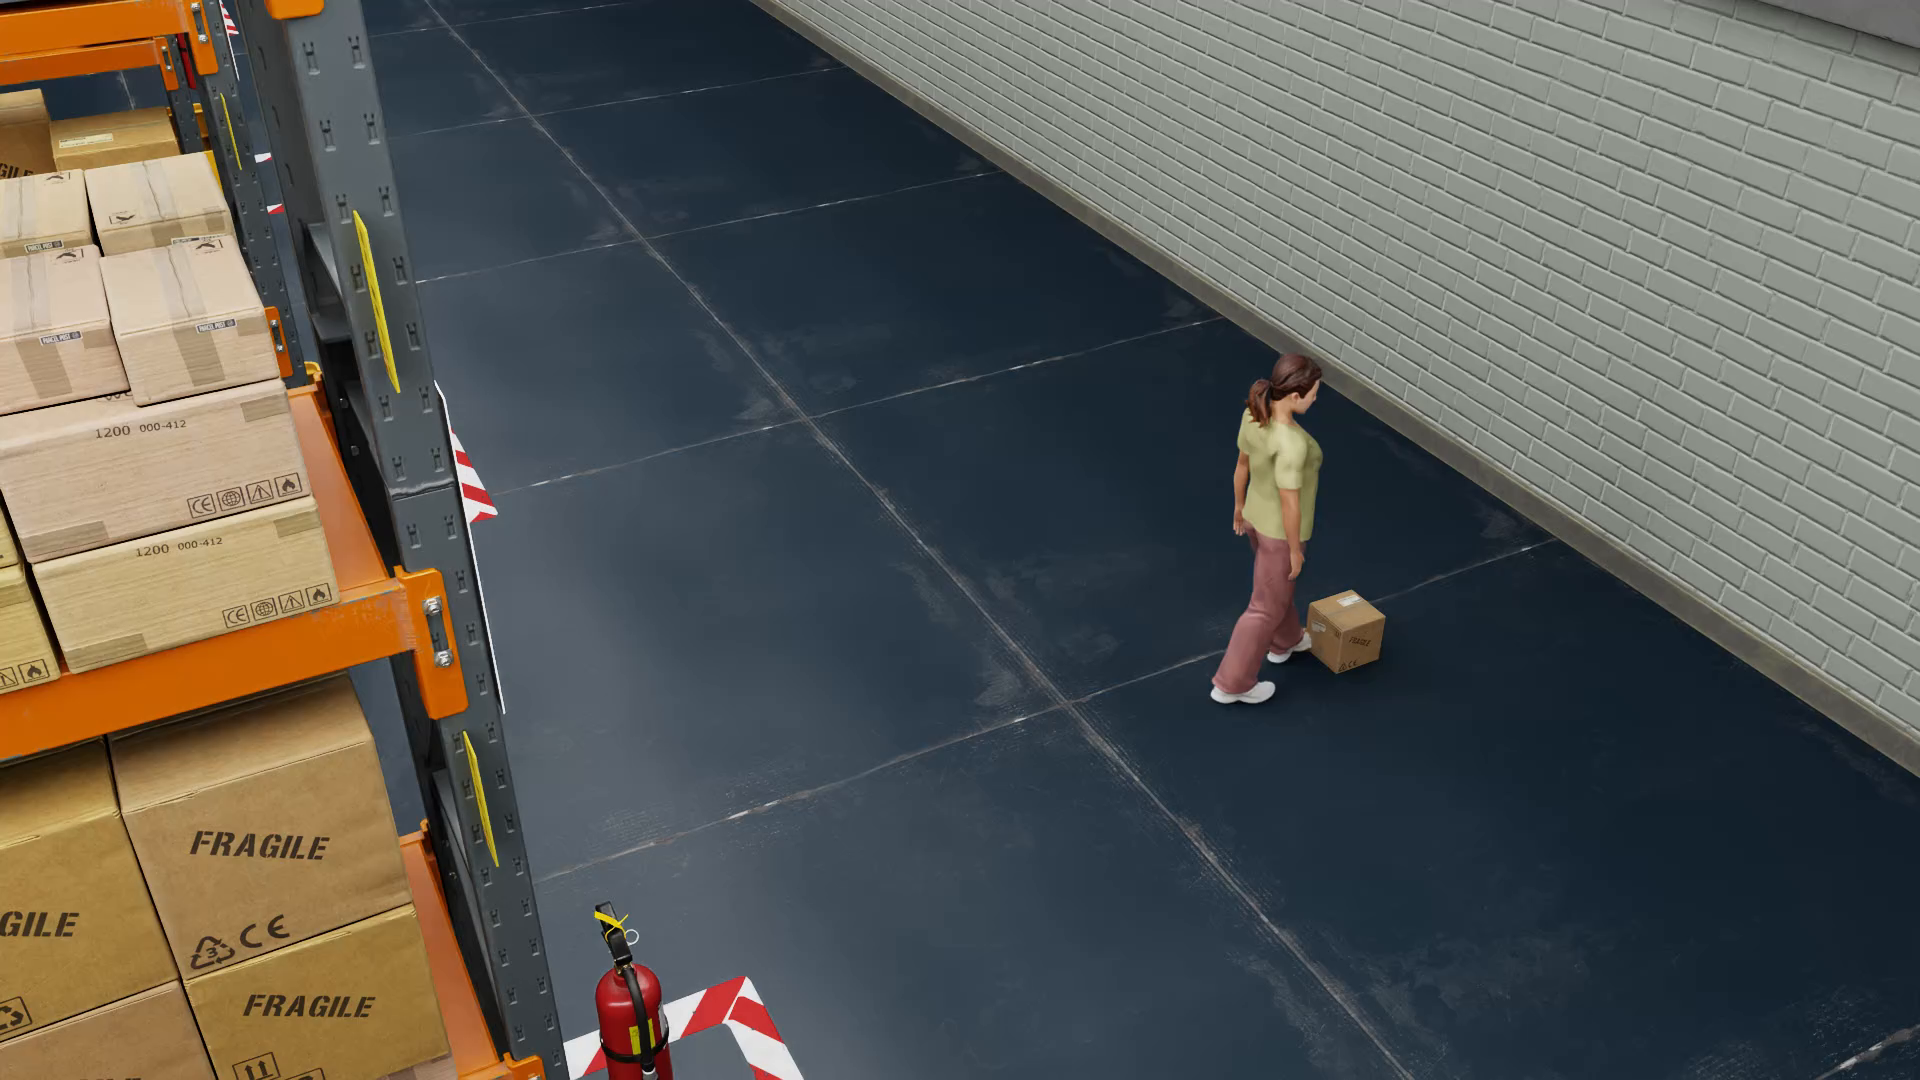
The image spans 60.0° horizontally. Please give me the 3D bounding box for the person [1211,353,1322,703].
[{"bbox_3d":[1.431,-0.055,7.238,0.706,1.638,0.464,-12,35,-18],"label":"person"}]
